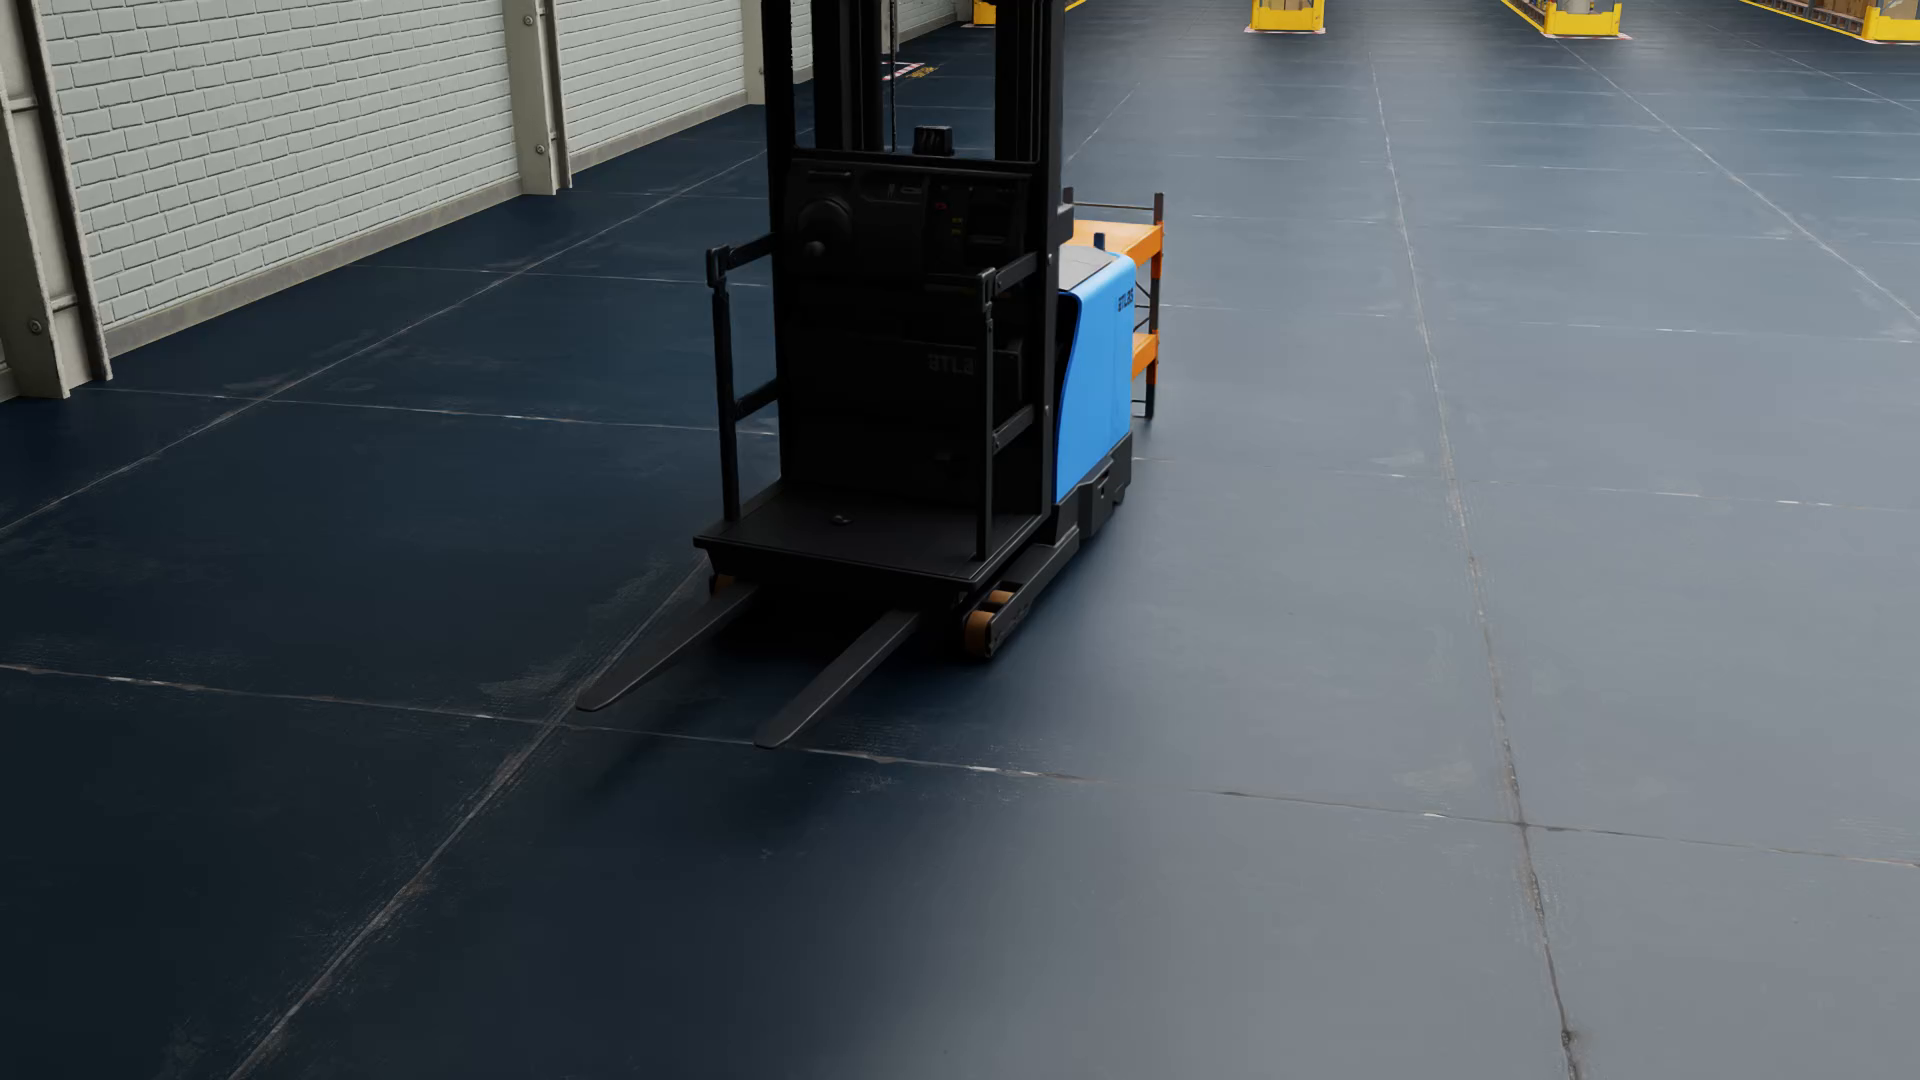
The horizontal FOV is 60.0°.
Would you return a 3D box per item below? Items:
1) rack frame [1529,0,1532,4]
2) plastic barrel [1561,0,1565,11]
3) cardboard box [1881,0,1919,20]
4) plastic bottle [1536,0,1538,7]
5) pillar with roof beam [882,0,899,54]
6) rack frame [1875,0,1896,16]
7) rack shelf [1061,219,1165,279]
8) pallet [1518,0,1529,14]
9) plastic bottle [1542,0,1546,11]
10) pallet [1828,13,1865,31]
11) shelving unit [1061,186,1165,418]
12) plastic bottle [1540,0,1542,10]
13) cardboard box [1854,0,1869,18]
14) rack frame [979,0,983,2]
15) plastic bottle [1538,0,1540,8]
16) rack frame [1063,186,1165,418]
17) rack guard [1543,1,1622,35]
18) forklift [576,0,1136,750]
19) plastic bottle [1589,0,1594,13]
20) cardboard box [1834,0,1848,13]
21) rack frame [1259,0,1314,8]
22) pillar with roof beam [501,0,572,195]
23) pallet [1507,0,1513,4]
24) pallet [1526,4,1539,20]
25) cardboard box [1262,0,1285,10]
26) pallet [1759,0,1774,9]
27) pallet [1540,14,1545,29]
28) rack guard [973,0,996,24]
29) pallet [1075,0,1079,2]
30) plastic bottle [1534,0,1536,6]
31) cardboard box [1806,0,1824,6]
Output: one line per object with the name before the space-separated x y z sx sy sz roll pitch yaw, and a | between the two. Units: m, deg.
rack frame | 11.323 -11.377 31.086 1.000 3.000 0.127 4 22 11
plastic barrel | 10.668 -9.384 28.907 0.421 0.512 0.421 0 22 0
cardboard box | 15.499 -8.798 27.469 0.500 0.500 0.500 9 24 21
plastic bottle | 10.639 -9.931 30.543 0.061 0.283 0.133 5 23 13
pillar with roof beam | 3.094 -11.251 22.744 9.100 9.000 0.400 4 22 11
rack frame | 15.355 -9.536 26.516 1.000 3.000 0.127 4 22 11
rack shelf | 0.564 -1.267 7.711 0.538 0.278 1.000 8 23 19
pallet | 11.445 -10.373 32.327 1.003 0.211 1.213 4 22 11
plastic bottle | 10.458 -9.607 29.739 0.061 0.283 0.133 5 22 12
pallet | 15.822 -9.010 28.942 1.003 0.211 1.213 4 22 11
shelving unit | 0.564 -0.996 7.820 0.538 1.125 1.048 8 23 19
plastic bottle | 10.559 -9.700 29.981 0.152 0.276 0.135 4 22 9
cardboard box | 15.734 -9.247 28.583 0.500 0.500 0.500 7 23 16
rack frame | 0.808 -10.669 29.329 1.000 3.000 0.127 4 22 11
plastic bottle | 10.627 -9.864 30.287 0.144 0.351 0.185 4 22 10
rack frame | 0.745 -1.173 8.261 0.500 1.125 0.032 8 23 19
rack guard | 10.476 -8.785 27.999 1.175 0.500 0.348 4 22 11
forklift | -0.276 -1.125 5.723 1.130 2.935 3.031 9 24 21
plastic bottle | 11.182 -9.491 29.469 0.097 0.271 0.097 0 22 0
cardboard box | 15.941 -9.681 29.660 0.500 0.500 0.500 12 25 28
rack frame | 5.658 -10.293 28.395 1.000 3.000 0.127 4 22 11
pillar with roof beam | 0.645 -6.862 11.847 9.100 9.000 0.400 4 22 11
pallet | 11.943 -11.266 34.543 1.003 0.211 1.213 4 22 11
pallet | 11.145 -9.841 31.005 1.003 0.211 1.213 4 22 11
cardboard box | 5.478 -9.431 29.373 0.500 0.250 0.500 4 22 11
pallet | 16.827 -10.883 33.592 1.003 0.211 1.213 4 22 11
pallet | 10.647 -8.948 28.789 1.003 0.211 1.213 4 22 11
rack guard | 0.823 -9.537 29.865 1.175 0.500 0.348 4 22 11
pallet | 2.028 -11.571 35.301 1.003 0.211 1.213 4 22 11
plastic bottle | 10.752 -10.088 30.844 0.144 0.351 0.185 5 22 12
cardboard box | 16.318 -10.266 31.087 0.700 0.500 0.500 3 22 7
